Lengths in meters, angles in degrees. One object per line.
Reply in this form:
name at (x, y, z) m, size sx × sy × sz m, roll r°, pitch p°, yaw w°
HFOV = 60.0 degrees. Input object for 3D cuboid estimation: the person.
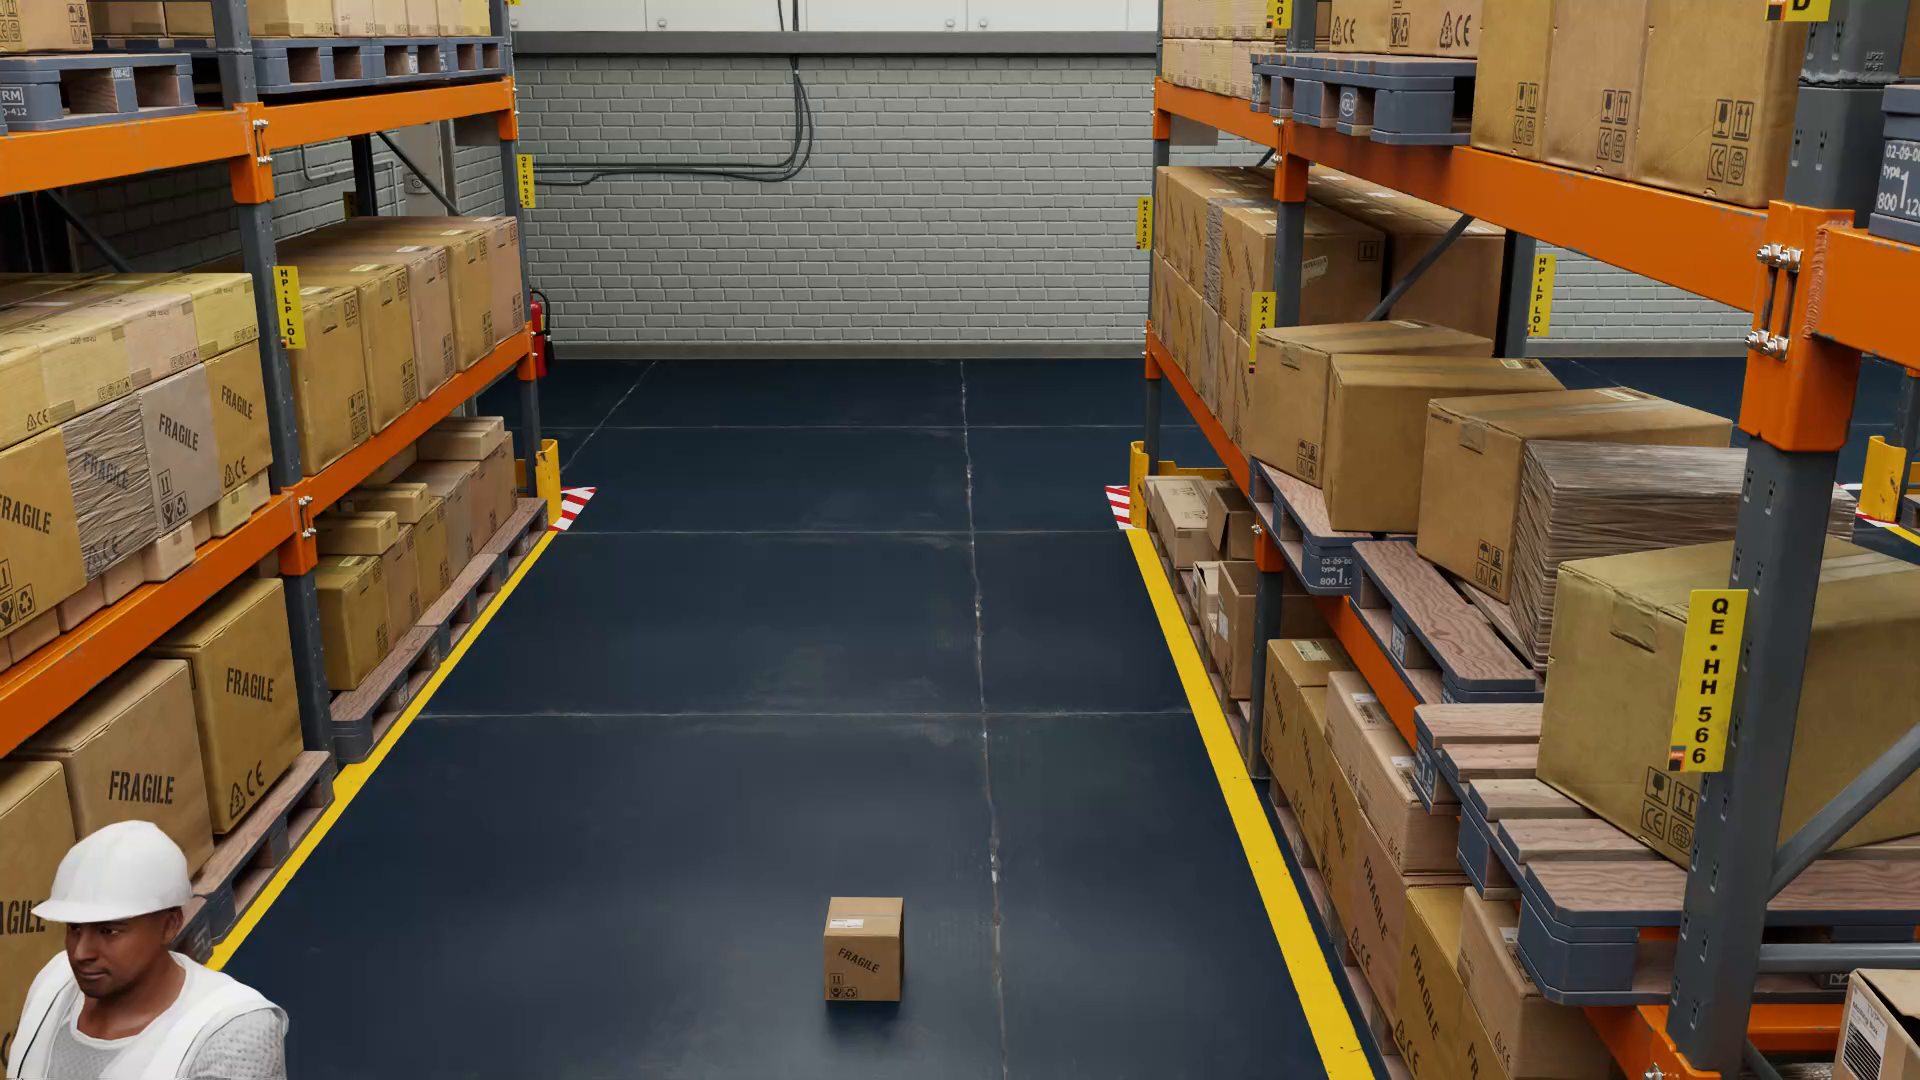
person at (-1.504, 1.362, 3.006) m, size 0.572 × 1.768 × 0.804 m, roll 7°, pitch 18°, yaw 23°
